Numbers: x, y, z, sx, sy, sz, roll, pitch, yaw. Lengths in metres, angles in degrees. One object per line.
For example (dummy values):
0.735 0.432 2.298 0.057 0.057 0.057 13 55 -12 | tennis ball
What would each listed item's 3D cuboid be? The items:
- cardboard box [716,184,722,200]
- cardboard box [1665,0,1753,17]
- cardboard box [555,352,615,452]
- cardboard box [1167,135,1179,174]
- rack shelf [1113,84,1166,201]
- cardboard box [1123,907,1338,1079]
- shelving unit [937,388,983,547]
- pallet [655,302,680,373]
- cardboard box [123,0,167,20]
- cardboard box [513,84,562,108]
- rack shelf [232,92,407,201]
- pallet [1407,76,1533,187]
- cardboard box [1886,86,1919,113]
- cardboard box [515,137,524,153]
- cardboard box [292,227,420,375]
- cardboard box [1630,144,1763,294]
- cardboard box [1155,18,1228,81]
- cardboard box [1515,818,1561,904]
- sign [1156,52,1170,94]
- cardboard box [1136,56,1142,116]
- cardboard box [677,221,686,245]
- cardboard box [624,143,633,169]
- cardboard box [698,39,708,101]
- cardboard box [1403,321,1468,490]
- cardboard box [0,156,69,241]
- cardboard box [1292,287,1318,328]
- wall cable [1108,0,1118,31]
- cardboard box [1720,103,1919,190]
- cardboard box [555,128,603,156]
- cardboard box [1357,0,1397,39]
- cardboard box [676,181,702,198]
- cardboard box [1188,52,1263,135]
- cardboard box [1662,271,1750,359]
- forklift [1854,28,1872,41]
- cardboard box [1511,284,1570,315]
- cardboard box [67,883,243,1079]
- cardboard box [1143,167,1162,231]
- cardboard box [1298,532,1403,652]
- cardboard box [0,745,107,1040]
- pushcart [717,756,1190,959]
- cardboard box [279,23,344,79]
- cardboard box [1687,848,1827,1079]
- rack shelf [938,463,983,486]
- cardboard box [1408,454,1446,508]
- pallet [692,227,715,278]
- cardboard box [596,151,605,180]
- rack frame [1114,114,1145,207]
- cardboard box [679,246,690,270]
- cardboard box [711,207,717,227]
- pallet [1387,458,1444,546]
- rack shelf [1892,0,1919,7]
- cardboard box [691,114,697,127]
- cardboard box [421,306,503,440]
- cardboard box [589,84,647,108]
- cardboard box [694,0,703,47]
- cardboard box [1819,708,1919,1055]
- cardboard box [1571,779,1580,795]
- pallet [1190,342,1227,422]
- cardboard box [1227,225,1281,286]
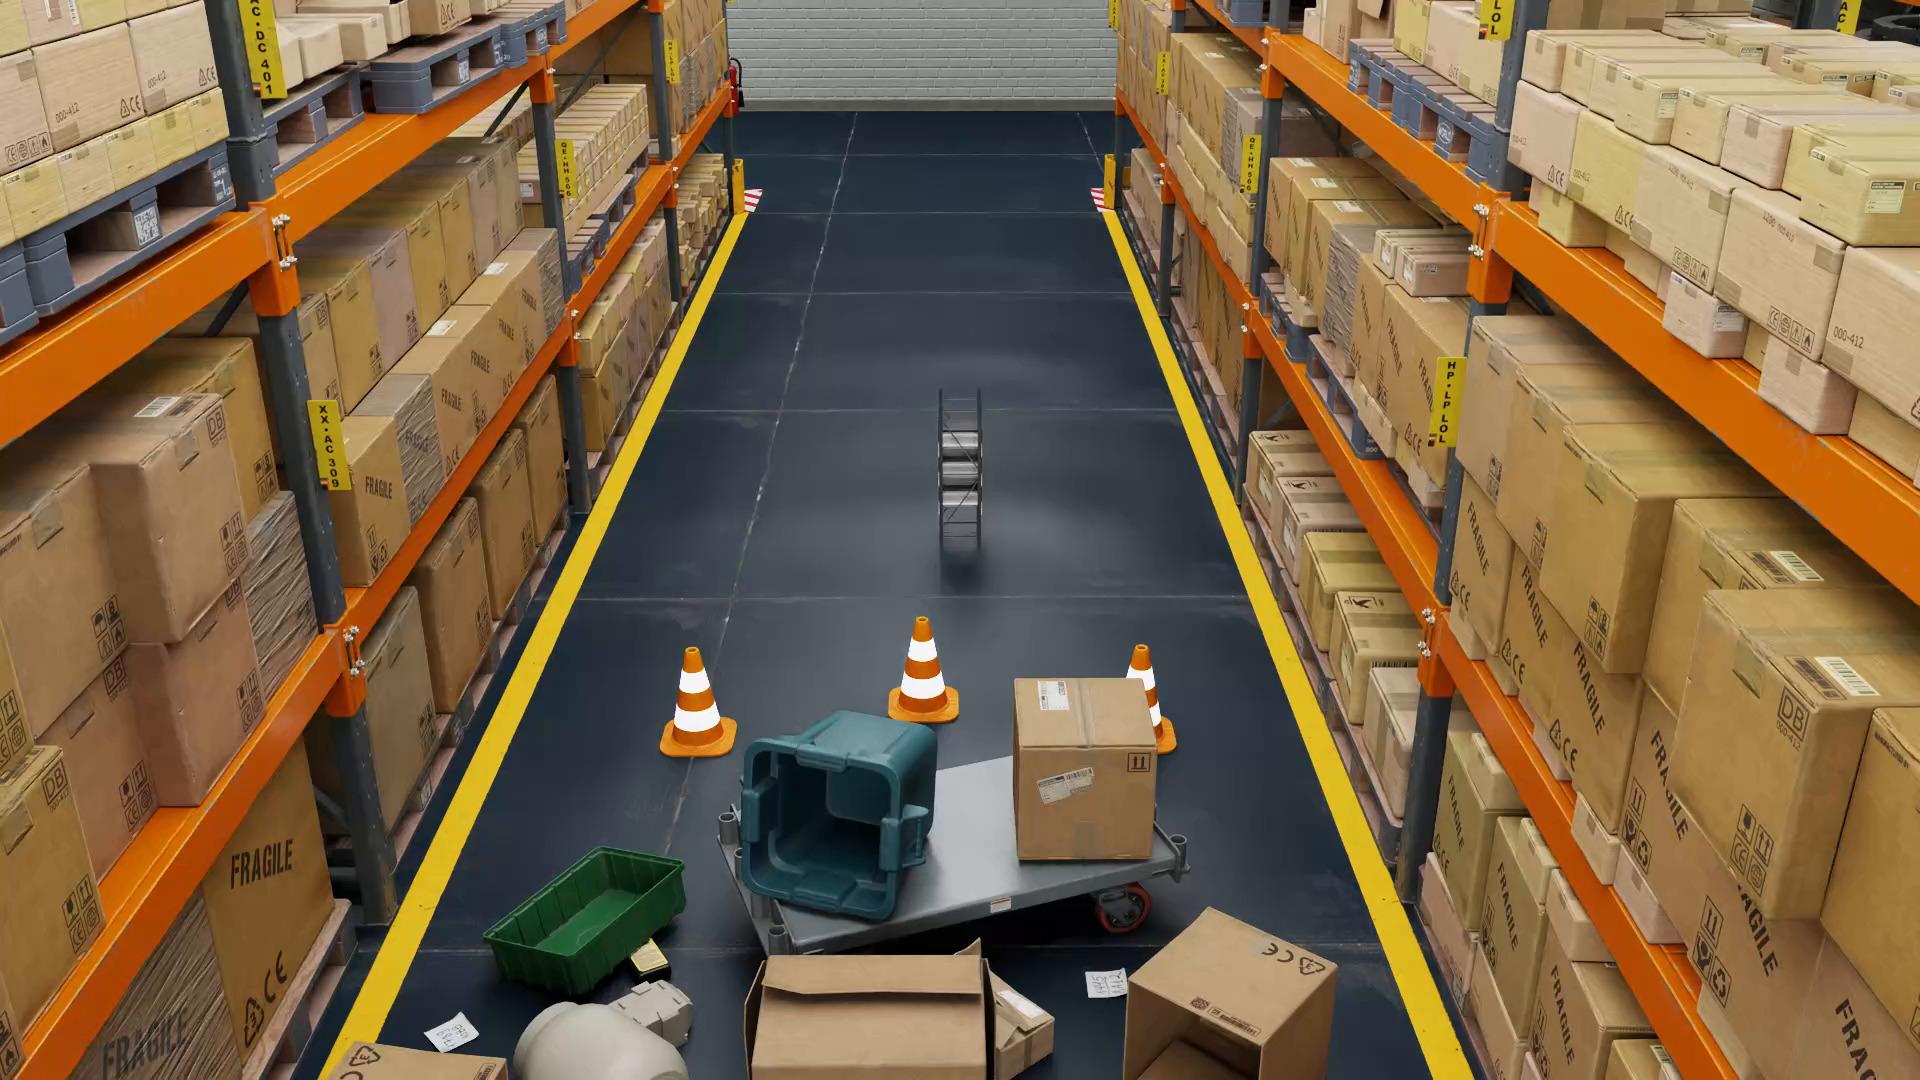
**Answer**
-2.539 -3.430 16.284 0.380 0.149 0.250 -1 24 -3 | cardboard box
2.621 -2.117 6.217 0.500 0.250 0.500 -1 24 -2 | cardboard box
-2.503 -0.881 10.582 0.500 0.500 0.500 -1 24 -3 | cardboard box
1.895 -2.998 12.920 0.500 0.250 0.500 -1 24 -2 | cardboard box
2.133 -3.745 15.263 1.077 0.370 4.000 0 24 -1 | rack shelf
0.893 1.634 5.528 0.500 0.500 0.500 19 30 35 | cardboard box
0.000 -0.413 9.572 0.258 0.900 0.210 0 24 -1 | shelving unit
-2.784 -1.593 13.016 1.003 0.211 1.213 0 24 -1 | pallet
-2.382 -1.487 4.464 0.380 0.149 0.250 0 24 -1 | cardboard box
-3.250 -3.368 12.630 0.380 0.149 0.250 1 24 2 | cardboard box
-2.729 -1.873 7.160 0.919 0.052 3.809 0 24 -1 | rack shelf
2.341 -1.488 5.988 1.213 0.211 1.003 0 24 -1 | pallet
2.490 -1.009 4.037 0.380 0.149 0.250 -1 24 -2 | cardboard box
-3.231 -2.692 11.496 0.380 0.149 0.250 -1 24 -1 | cardboard box
-2.731 -1.014 7.017 0.700 0.500 0.500 0 24 0 | cardboard box
1.980 -0.784 4.025 0.500 0.250 0.500 0 24 0 | cardboard box
1.873 -3.943 13.493 0.500 0.500 0.500 0 24 -1 | cardboard box
1.927 0.980 5.073 0.380 0.149 0.250 1 24 1 | cardboard box
1.599 -3.676 13.091 0.100 0.325 0.005 0 24 -1 | sign
1.872 -4.119 15.096 0.500 0.500 0.500 1 24 1 | cardboard box
-2.535 -2.605 14.097 0.380 0.149 0.250 1 24 2 | cardboard box
-2.585 -2.786 12.064 0.380 0.149 0.250 -1 24 -3 | cardboard box
-2.565 -4.203 14.921 0.500 0.500 0.500 1 24 2 | cardboard box
2.007 -0.514 6.254 0.500 0.500 0.500 -1 24 -2 | cardboard box
-2.372 -0.810 3.935 0.380 0.149 0.250 0 24 0 | cardboard box
1.924 -1.199 8.557 0.380 0.149 0.250 0 24 0 | cardboard box
2.026 -7.697 21.858 0.585 1.953 0.123 0 24 -1 | wall cable
1.988 -0.900 3.797 0.380 0.149 0.250 -1 24 -1 | cardboard box
-2.578 -2.617 10.970 0.380 0.149 0.250 0 24 1 | cardboard box
2.243 -2.386 7.619 0.797 0.503 0.637 0 24 -1 | cardboard box
-2.613 -3.243 15.508 0.380 0.149 0.250 -1 24 -2 | cardboard box
1.908 -3.151 11.742 0.500 0.500 0.500 -1 24 -2 | cardboard box
1.926 -0.543 3.975 0.380 0.149 0.250 -1 24 -2 | cardboard box
5.240 -1.148 8.809 3.031 2.867 1.129 22 32 39 | forklift
2.517 -0.725 6.722 0.500 0.500 0.500 0 24 0 | cardboard box
-2.756 1.520 4.819 0.875 0.875 0.875 0 24 0 | cardboard box
2.236 -3.272 15.944 0.875 0.438 0.875 0 24 1 | cardboard box
2.213 0.255 8.225 0.950 0.372 0.625 1 24 1 | cardboard box
-2.668 0.863 4.020 0.875 0.550 0.500 0 24 -1 | cardboard box
-0.038 1.274 6.476 1.648 0.377 0.936 -9 26 -19 | pushcart
-2.470 -1.806 6.136 0.250 0.149 0.380 0 24 -1 | cardboard box
2.001 0.880 3.681 0.500 0.500 0.500 0 24 -1 | cardboard box
0.000 -0.383 9.586 0.258 0.077 0.200 0 24 -1 | rack shelf
1.960 -0.240 6.435 0.380 0.149 0.250 0 24 0 | cardboard box
-2.853 -2.695 15.452 1.003 0.211 1.213 0 24 -1 | pallet
-2.571 -2.479 11.026 0.380 0.149 0.250 0 24 -1 | cardboard box
2.111 -4.897 16.937 1.000 3.000 0.127 0 24 -1 | rack frame
-2.478 -2.363 13.924 0.380 0.149 0.250 1 24 2 | cardboard box
-2.522 -3.088 15.887 0.380 0.149 0.250 -1 24 -3 | cardboard box
2.379 -0.180 6.741 1.003 0.211 1.213 0 24 -1 | pallet
7.140 -3.487 11.053 1.077 0.370 4.000 0 24 -1 | rack shelf
-2.533 -3.731 14.664 0.380 0.149 0.250 1 24 2 | cardboard box
-2.458 -0.775 7.702 0.500 0.500 0.500 0 24 0 | cardboard box
-2.595 -3.368 12.630 0.380 0.149 0.250 1 24 2 | cardboard box
-2.555 -4.641 14.676 0.500 0.500 0.500 -1 24 -2 | cardboard box
2.063 0.642 2.996 0.700 0.500 0.500 0 24 0 | cardboard box
2.014 0.719 4.826 0.380 0.149 0.250 0 24 -1 | cardboard box
2.254 -1.156 12.050 1.003 0.211 1.213 0 24 -1 | pallet
1.933 -1.739 10.137 0.500 0.250 0.500 -1 24 -2 | cardboard box
